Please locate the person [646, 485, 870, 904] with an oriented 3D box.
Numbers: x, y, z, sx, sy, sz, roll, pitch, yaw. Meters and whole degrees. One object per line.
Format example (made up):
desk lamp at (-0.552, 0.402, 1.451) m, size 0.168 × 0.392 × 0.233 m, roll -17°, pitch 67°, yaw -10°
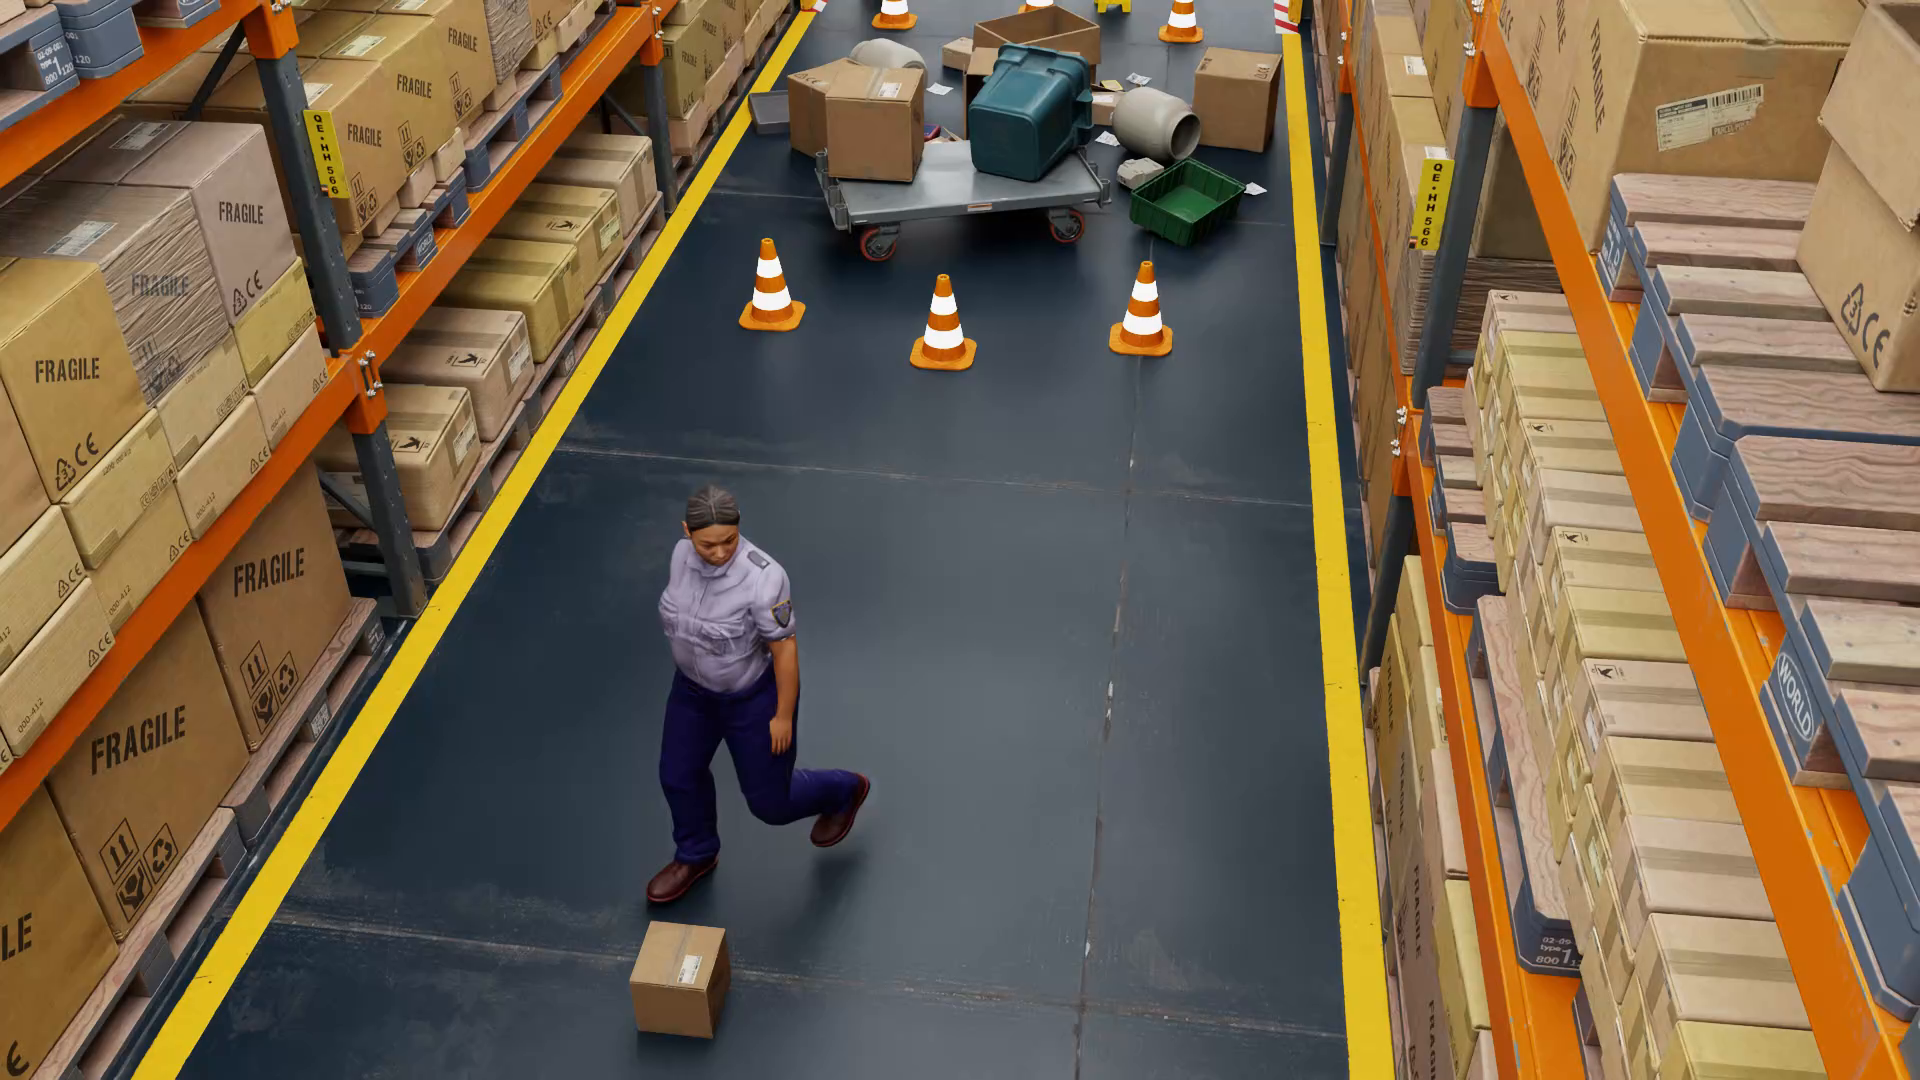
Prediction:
person at (-0.732, 0.498, 5.489) m, size 0.509 × 1.603 × 0.767 m, roll 25°, pitch 43°, yaw 30°
